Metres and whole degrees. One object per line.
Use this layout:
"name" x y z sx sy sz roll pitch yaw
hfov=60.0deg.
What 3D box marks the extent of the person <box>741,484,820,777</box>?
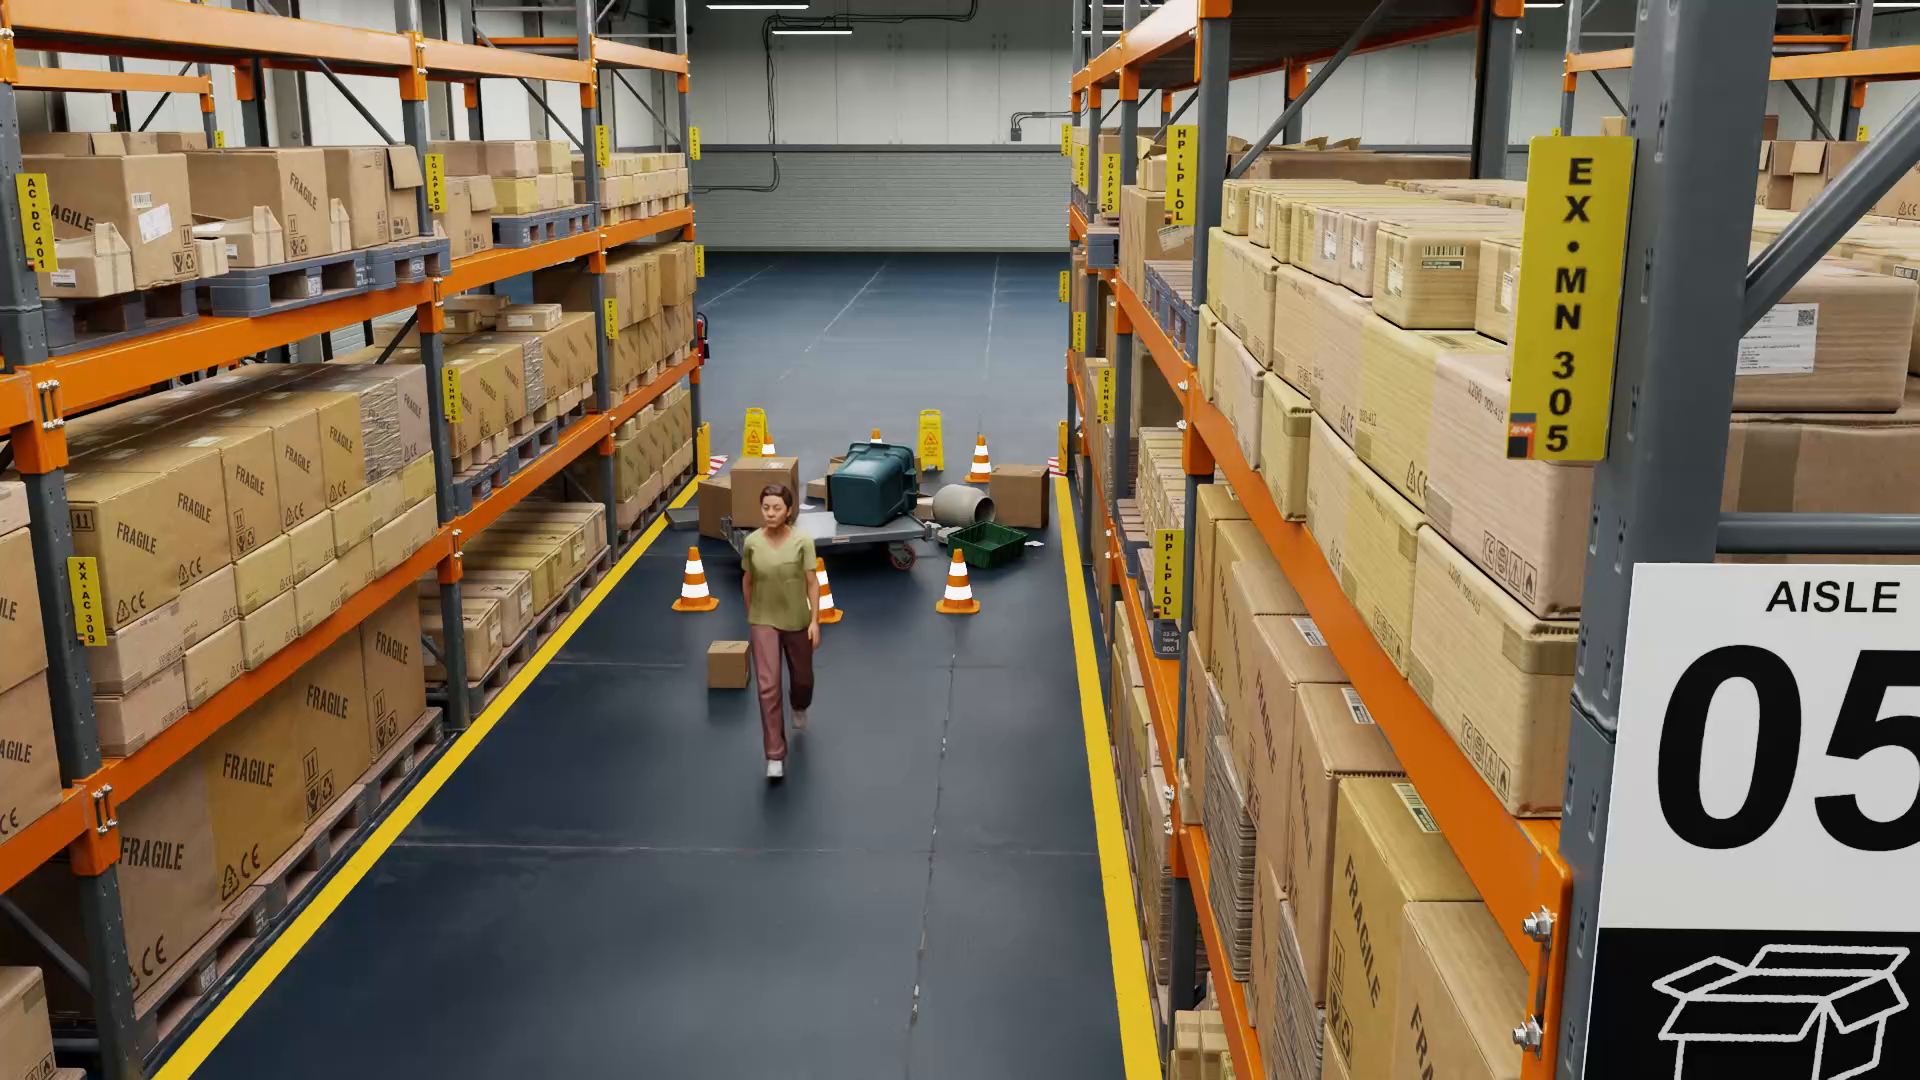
"person" -1.033 0.467 9.626 0.453 1.630 0.960 -1 14 -4
